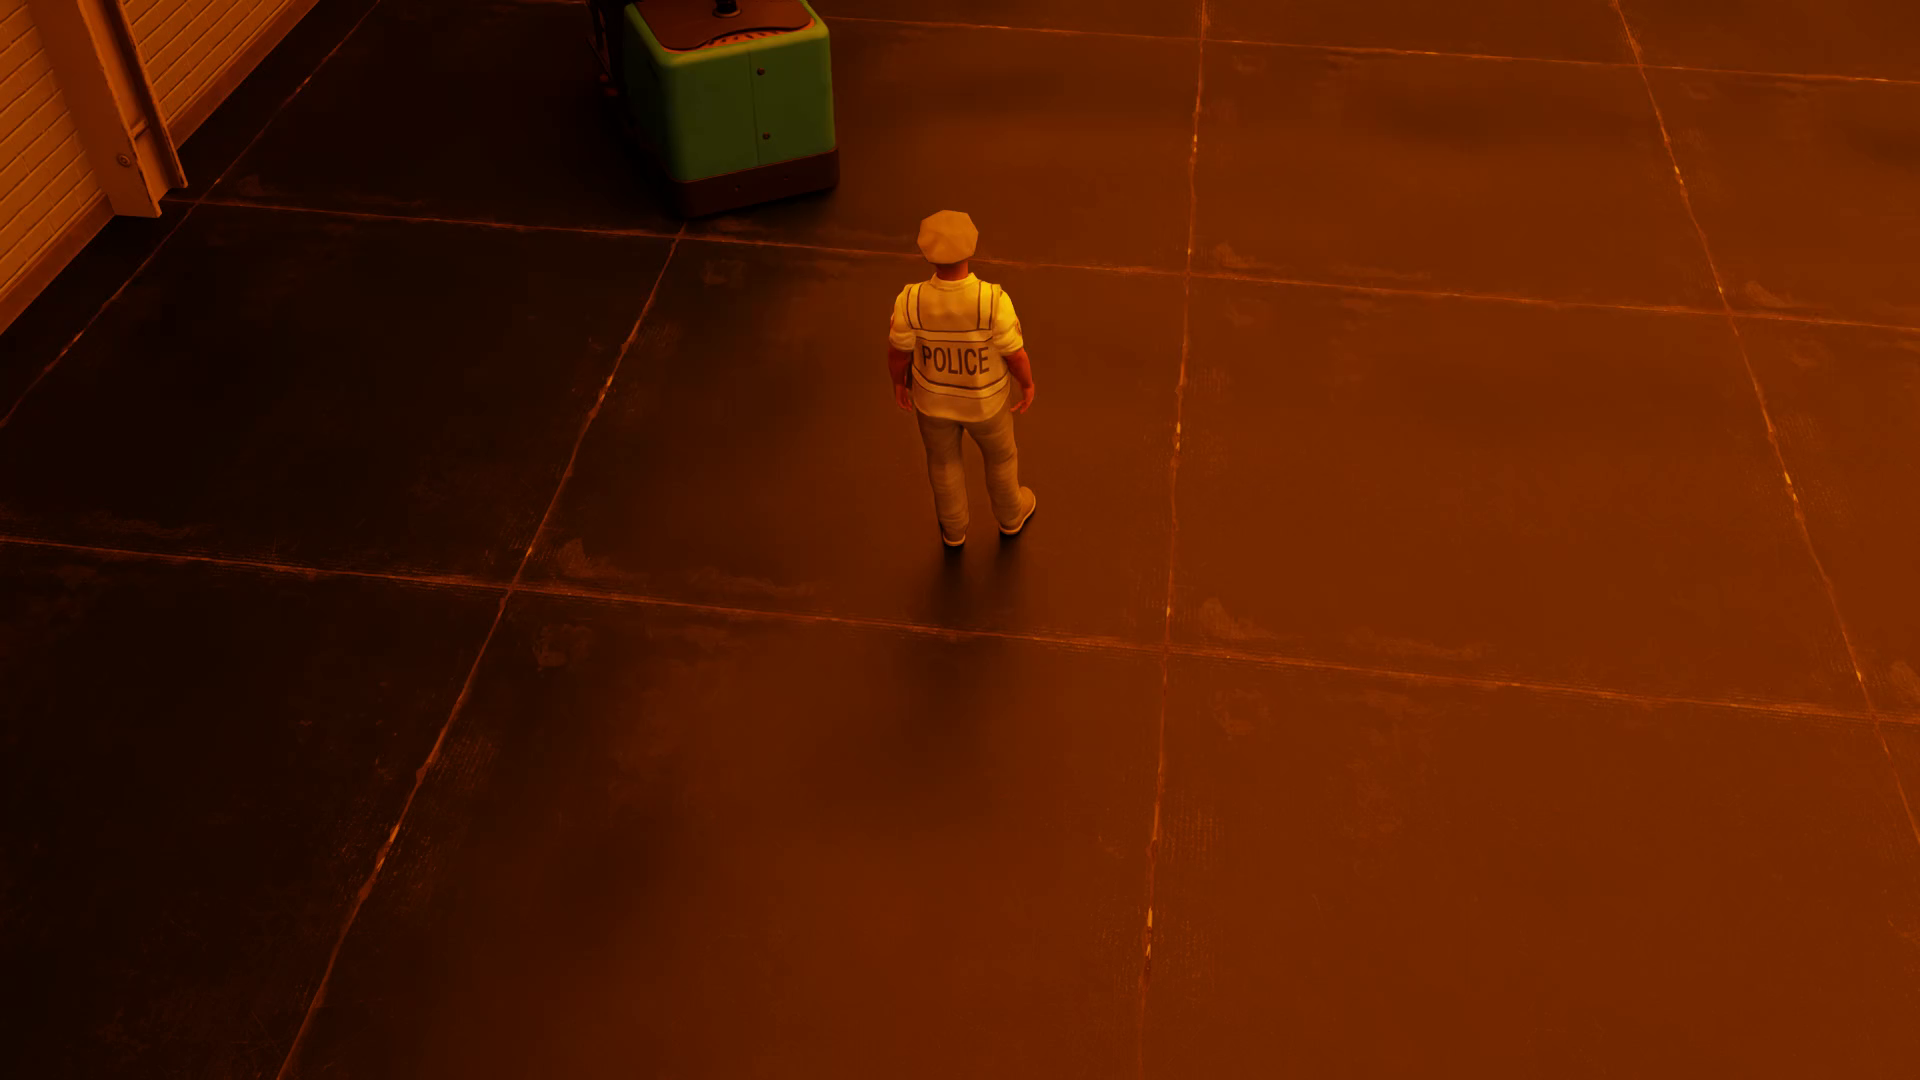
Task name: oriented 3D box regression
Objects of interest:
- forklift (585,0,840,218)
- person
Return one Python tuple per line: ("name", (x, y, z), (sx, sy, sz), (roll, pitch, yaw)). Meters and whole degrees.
("forklift", (-1.785, -3.995, 10.073), (1.130, 2.935, 3.031), (-16, 45, -17))
("person", (0.022, -0.713, 7.339), (0.641, 1.780, 0.574), (5, 43, 6))
